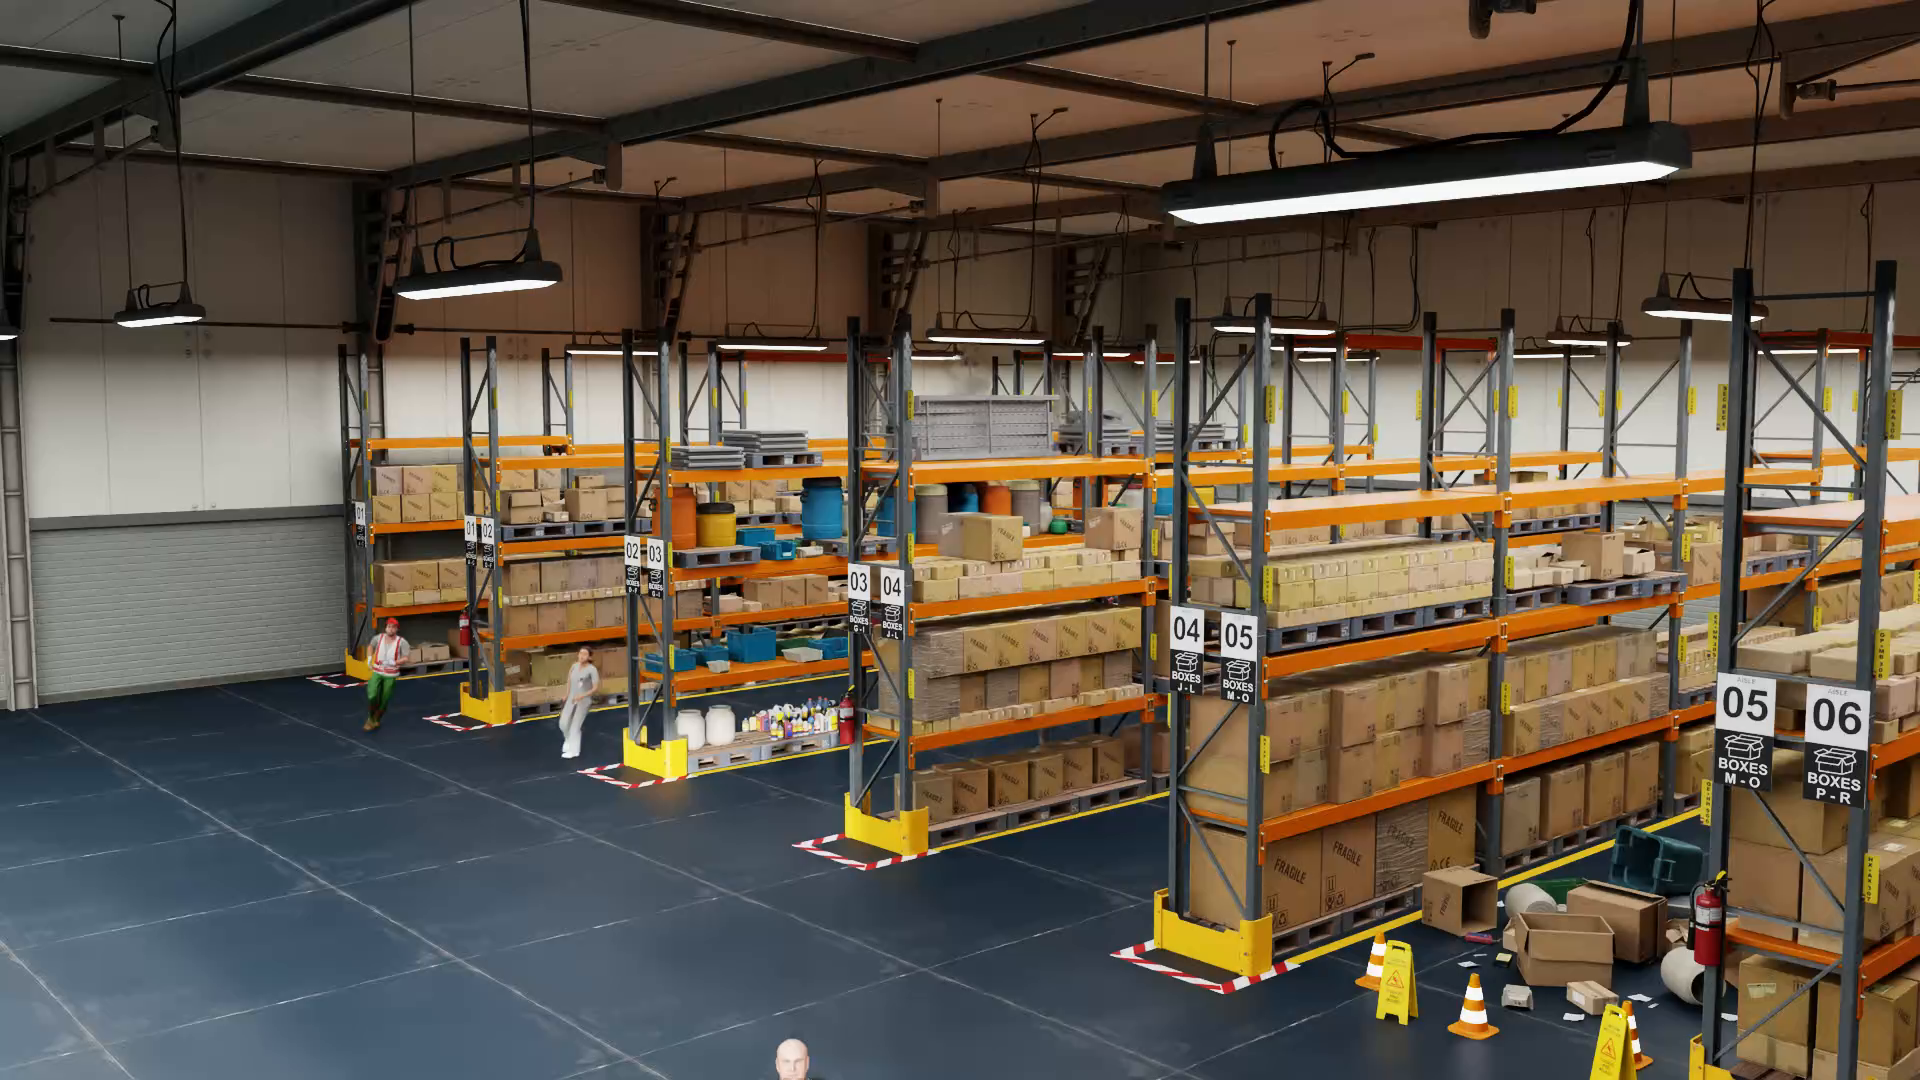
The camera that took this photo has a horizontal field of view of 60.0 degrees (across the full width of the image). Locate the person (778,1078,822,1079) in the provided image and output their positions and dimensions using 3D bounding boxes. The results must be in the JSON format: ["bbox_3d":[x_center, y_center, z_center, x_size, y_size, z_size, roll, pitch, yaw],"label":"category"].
[{"bbox_3d":[-0.875,3.596,8.916,0.445,1.387,0.593,0,5,-2],"label":"person"}]

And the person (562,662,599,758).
[{"bbox_3d":[-5.309,2.389,23.344,0.574,1.359,0.358,1,5,15],"label":"person"}]

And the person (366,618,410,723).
[{"bbox_3d":[-8.685,1.994,25.270,0.649,1.651,0.591,-1,5,-10],"label":"person"}]
